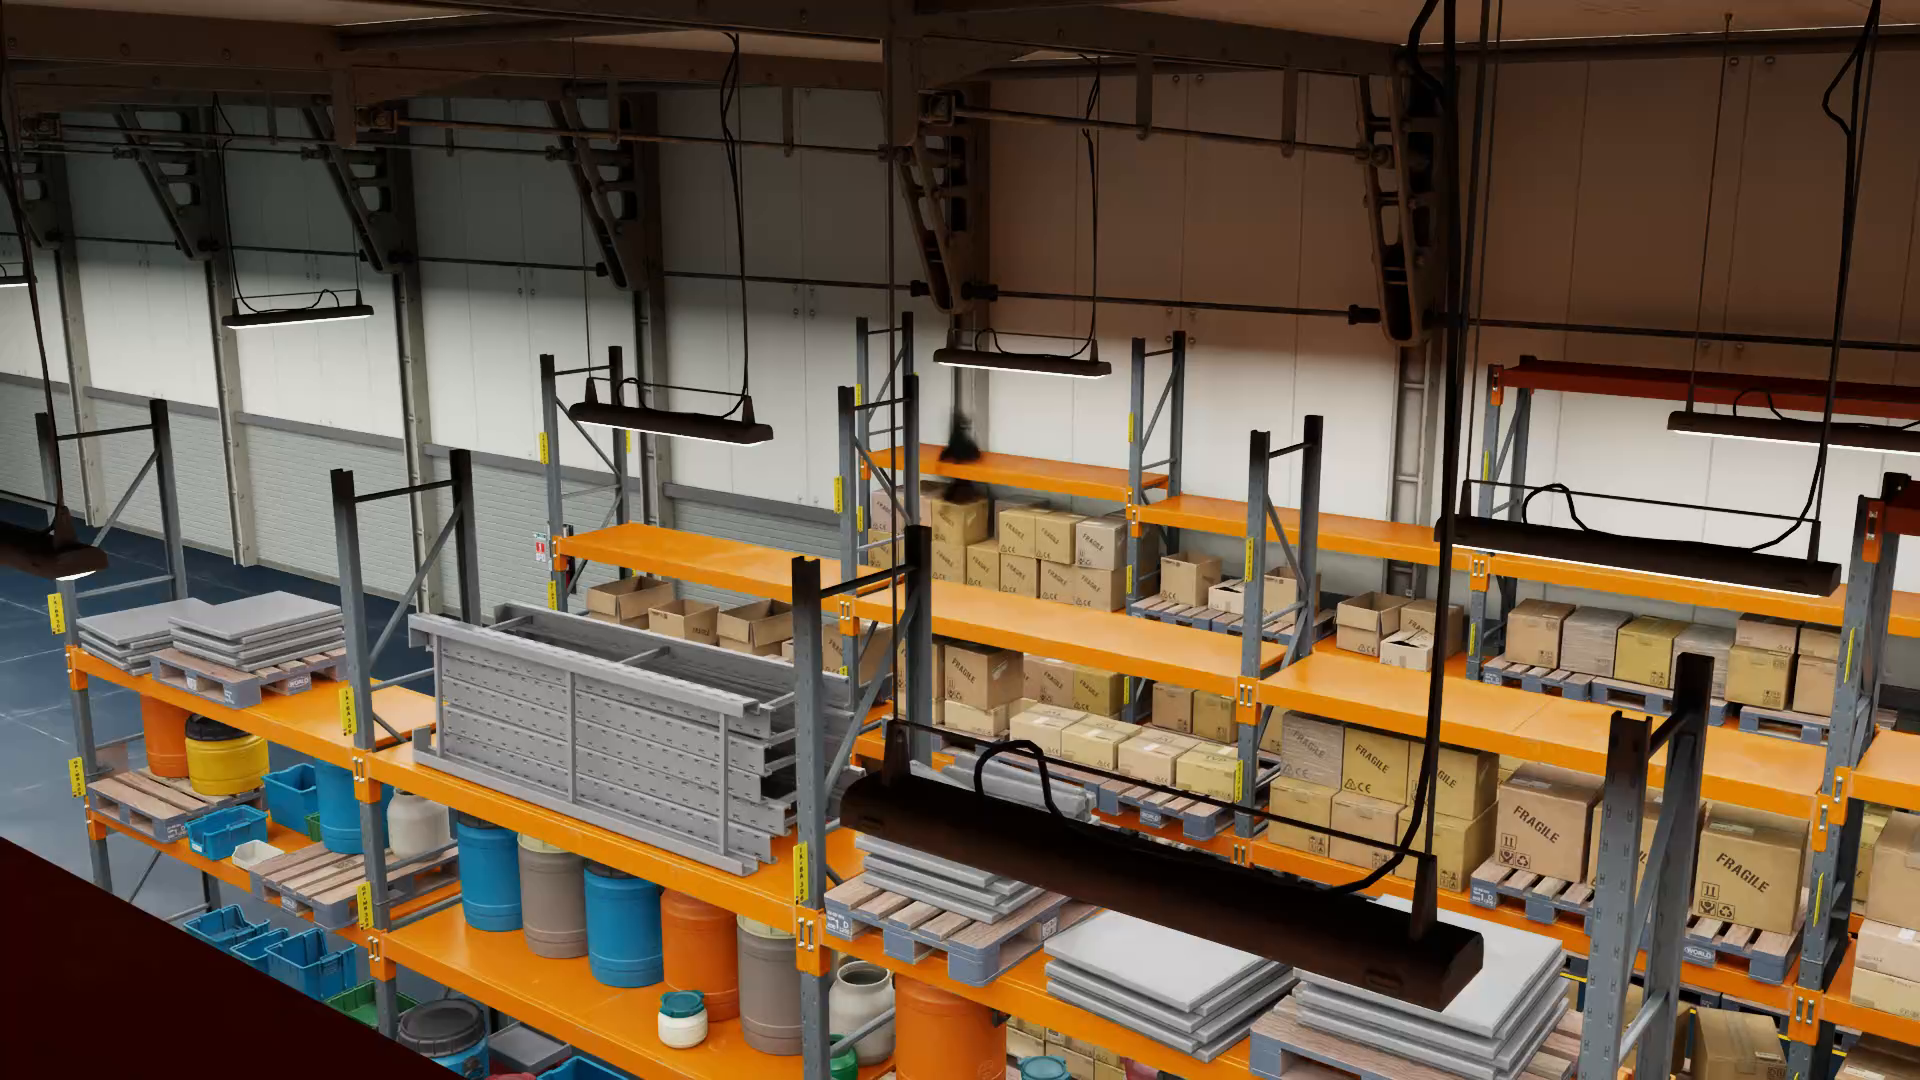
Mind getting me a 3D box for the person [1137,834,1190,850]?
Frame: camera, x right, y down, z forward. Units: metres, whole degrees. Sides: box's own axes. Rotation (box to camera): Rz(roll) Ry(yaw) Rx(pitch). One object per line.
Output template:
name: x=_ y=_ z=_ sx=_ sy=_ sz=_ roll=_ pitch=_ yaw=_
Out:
person: x=2.092 y=3.357 z=17.066 sx=0.685 sy=1.718 sz=0.497 roll=5 pitch=14 yaw=20
